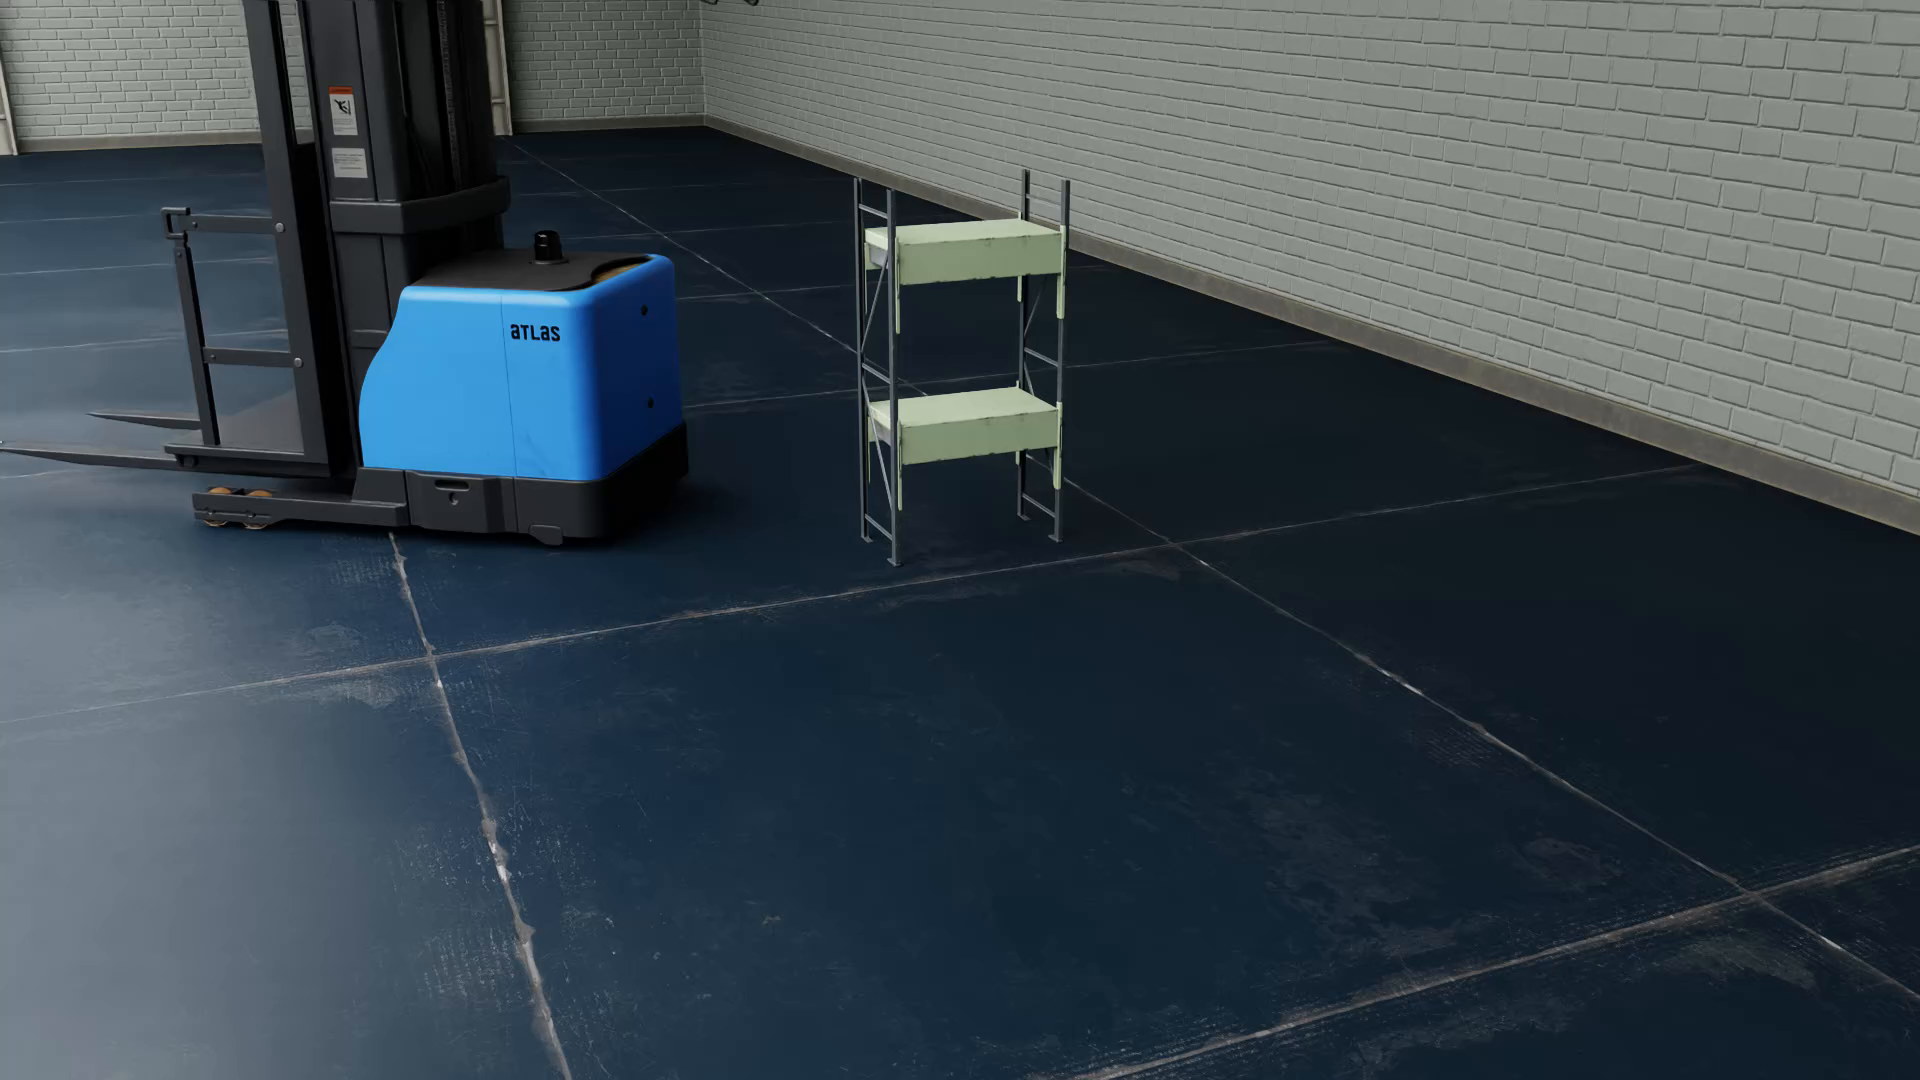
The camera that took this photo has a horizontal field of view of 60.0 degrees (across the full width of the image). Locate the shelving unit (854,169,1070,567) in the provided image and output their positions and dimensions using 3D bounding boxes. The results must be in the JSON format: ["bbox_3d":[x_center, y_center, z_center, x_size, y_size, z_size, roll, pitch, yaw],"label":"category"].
[{"bbox_3d":[0.006,-0.708,6.775,0.755,1.500,0.431,-8,21,-22],"label":"shelving unit"}]

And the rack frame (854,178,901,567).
[{"bbox_3d":[-0.330,-0.660,6.639,0.023,1.500,0.400,-8,21,-22],"label":"rack frame"}]

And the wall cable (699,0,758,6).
[{"bbox_3d":[-3.135,-8.332,21.812,0.112,2.526,3.097,-8,21,-22],"label":"wall cable"}]

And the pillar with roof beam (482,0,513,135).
[{"bbox_3d":[-4.659,-8.500,17.613,0.400,9.000,9.100,-8,21,-22],"label":"pillar with roof beam"}]

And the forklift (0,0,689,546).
[{"bbox_3d":[-2.828,-1.592,7.131,3.031,2.935,1.130,4,20,11],"label":"forklift"}]

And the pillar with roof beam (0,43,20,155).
[{"bbox_3d":[-10.168,-7.711,15.371,0.400,9.000,9.100,-8,21,-22],"label":"pillar with roof beam"}]

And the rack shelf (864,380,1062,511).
[{"bbox_3d":[0.006,-0.401,6.884,0.720,0.370,0.431,-8,21,-22],"label":"rack shelf"}]

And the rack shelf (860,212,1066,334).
[{"bbox_3d":[0.006,-1.076,6.646,0.720,0.370,0.431,-8,21,-22],"label":"rack shelf"}]

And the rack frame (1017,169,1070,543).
[{"bbox_3d":[0.342,-0.756,6.912,0.023,1.500,0.400,-8,21,-22],"label":"rack frame"}]
